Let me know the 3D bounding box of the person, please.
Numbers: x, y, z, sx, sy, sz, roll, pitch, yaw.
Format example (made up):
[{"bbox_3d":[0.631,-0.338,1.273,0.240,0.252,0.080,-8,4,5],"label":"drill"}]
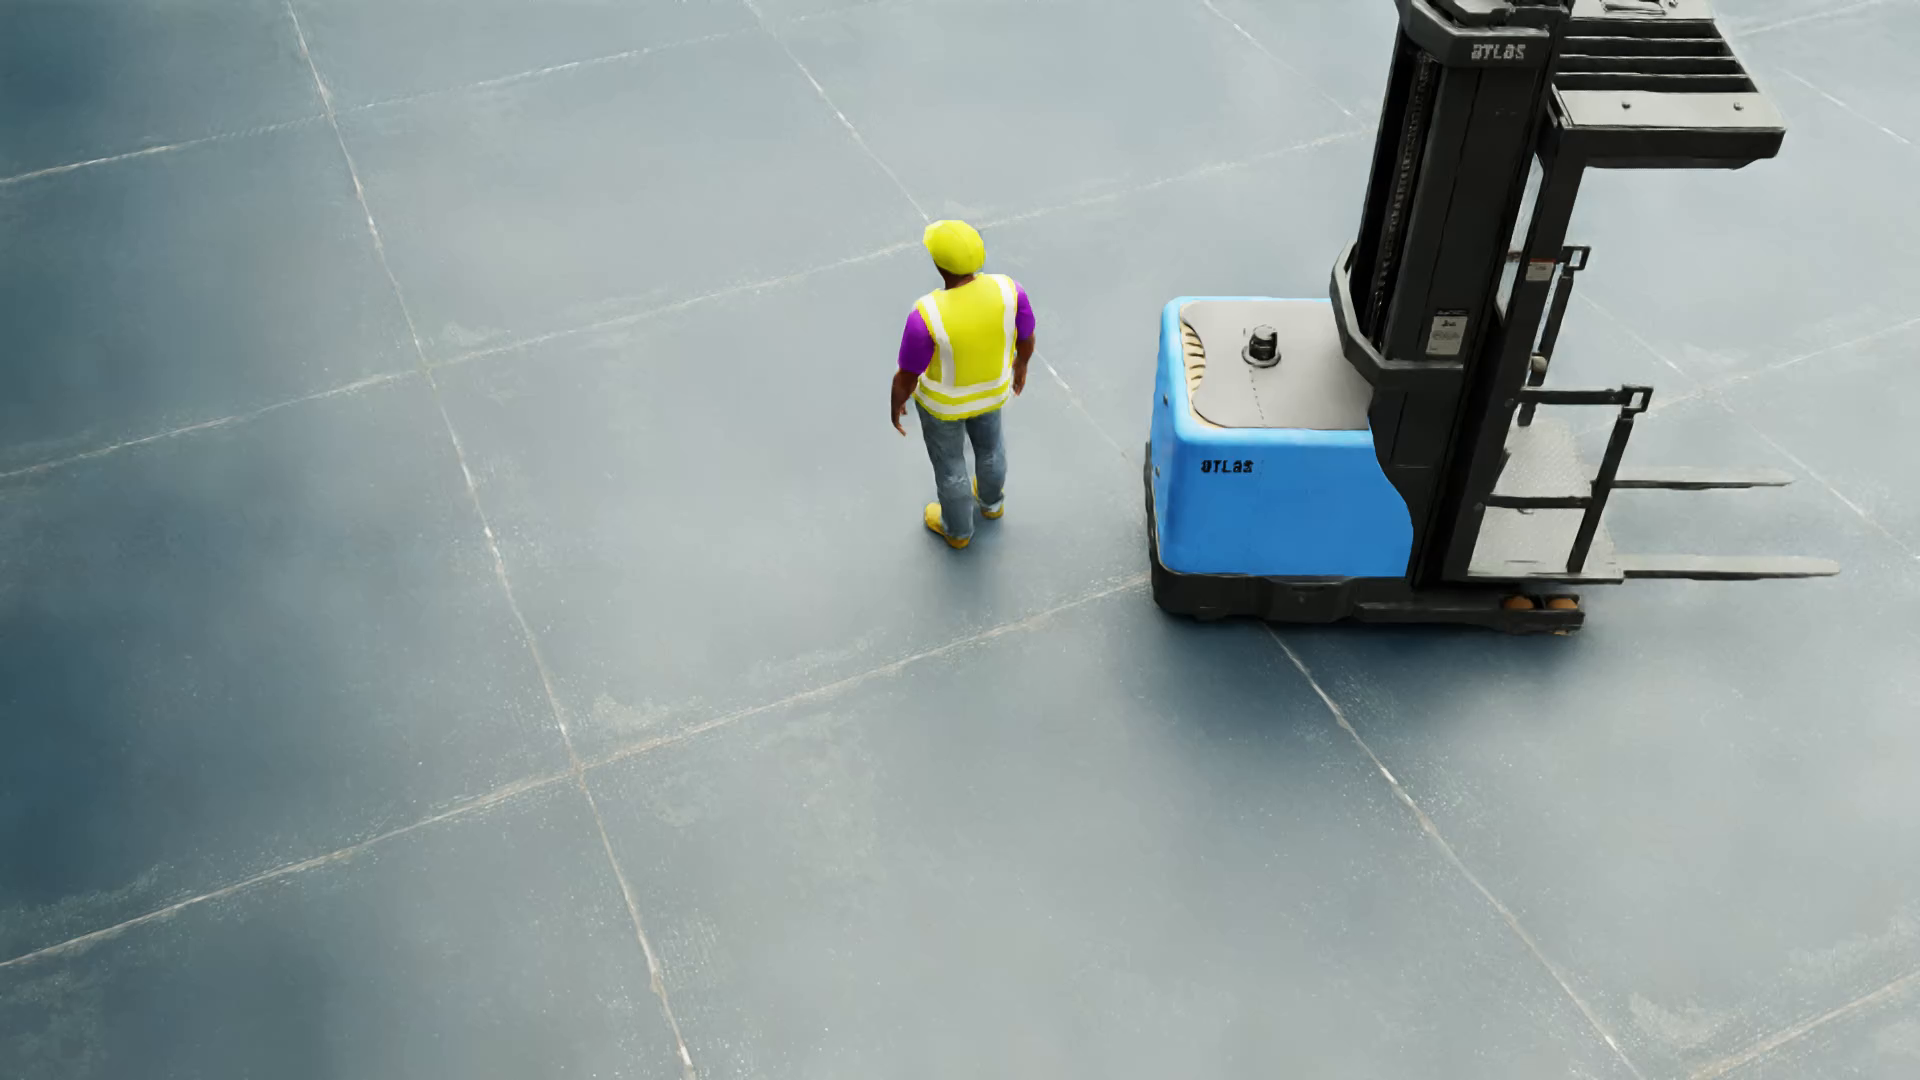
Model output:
[{"bbox_3d":[-0.024,-0.696,7.269,0.665,1.766,0.576,-18,46,-18],"label":"person"}]

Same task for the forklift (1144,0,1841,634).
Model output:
[{"bbox_3d":[2.393,-1.024,6.778,3.031,2.935,1.130,1,43,1],"label":"forklift"}]
